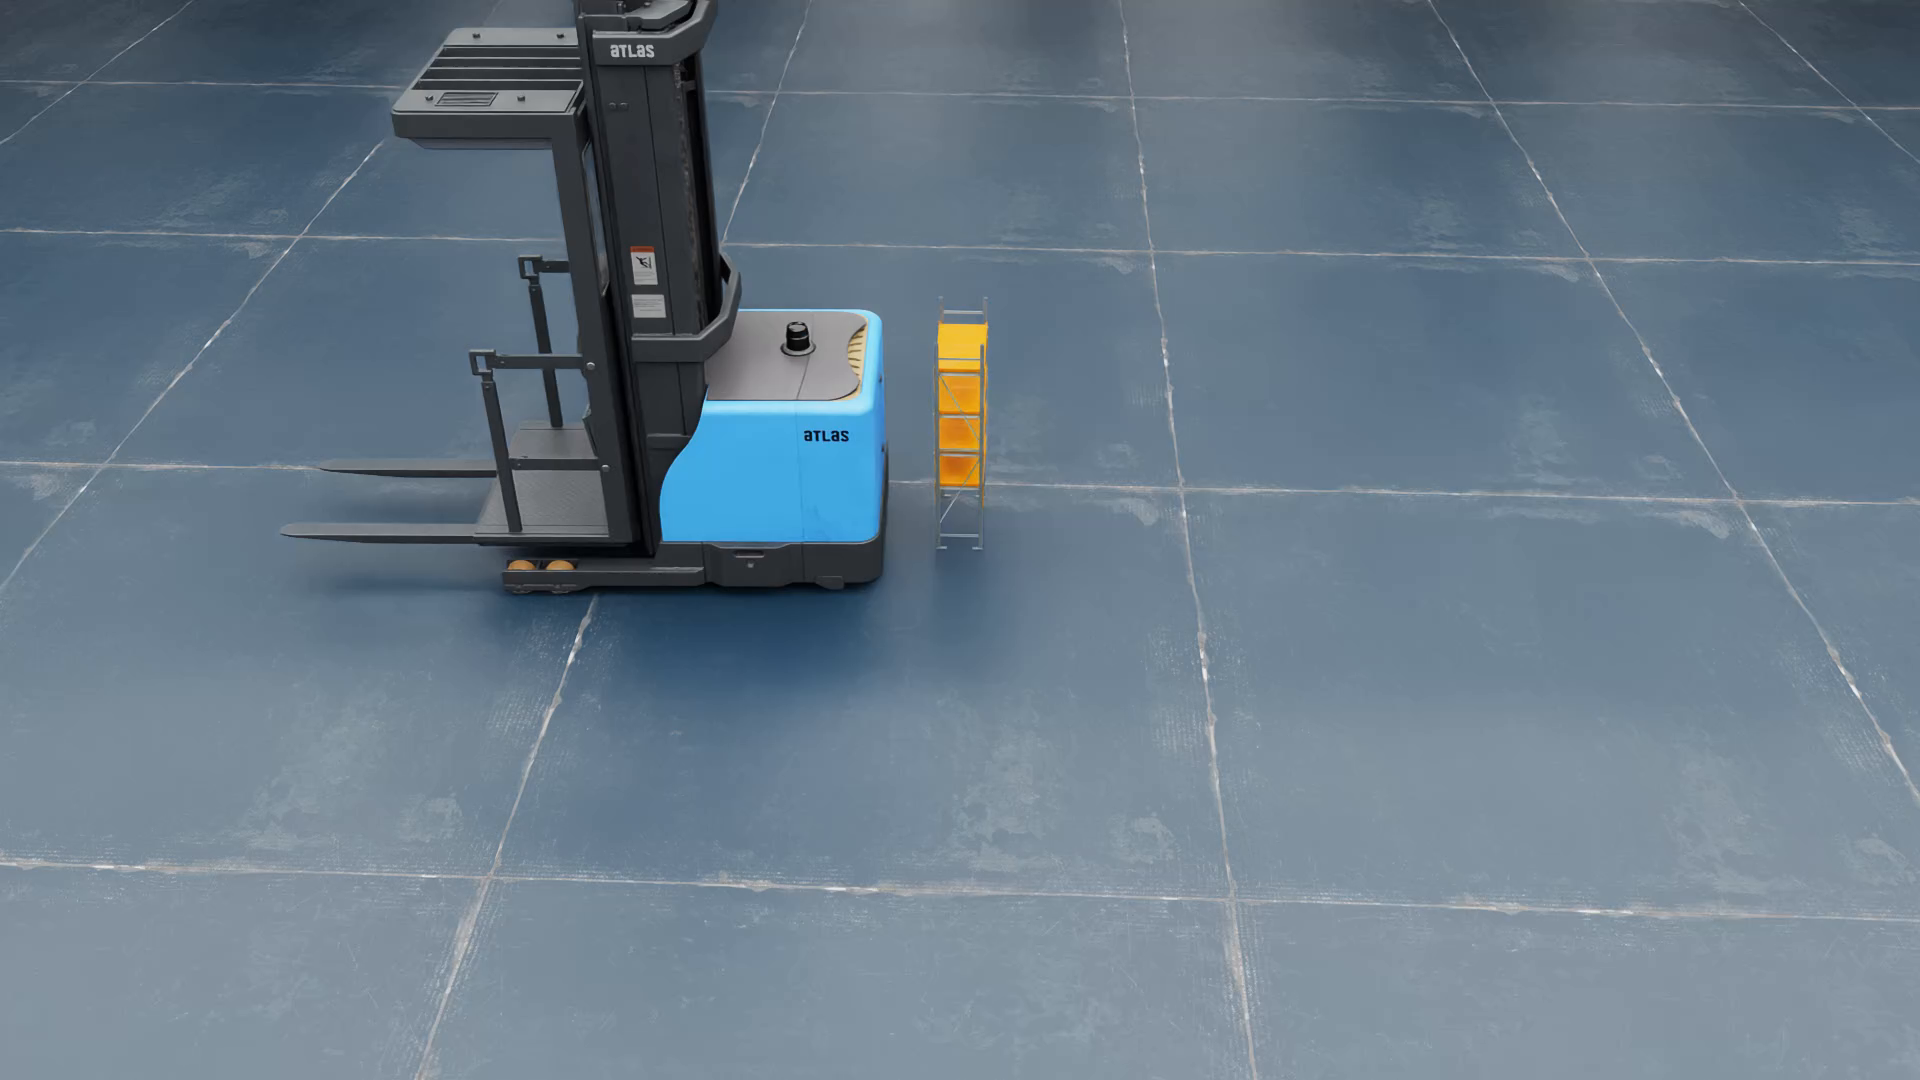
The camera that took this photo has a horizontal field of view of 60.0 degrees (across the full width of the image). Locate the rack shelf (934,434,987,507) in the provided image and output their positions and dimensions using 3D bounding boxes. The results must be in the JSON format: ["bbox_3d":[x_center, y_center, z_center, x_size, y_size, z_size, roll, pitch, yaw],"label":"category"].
[{"bbox_3d":[0.007,-0.368,8.639,0.258,0.148,0.480,1,35,2],"label":"rack shelf"}]

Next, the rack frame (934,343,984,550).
[{"bbox_3d":[-0.003,-0.446,8.287,0.240,1.200,0.015,1,35,2],"label":"rack frame"}]

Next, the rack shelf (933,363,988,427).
[{"bbox_3d":[0.007,-0.714,8.396,0.258,0.148,0.480,1,35,2],"label":"rack shelf"}]

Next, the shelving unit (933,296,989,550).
[{"bbox_3d":[0.007,-0.586,8.486,0.258,1.200,0.503,1,35,2],"label":"shelving unit"}]

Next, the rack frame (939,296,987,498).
[{"bbox_3d":[0.016,-0.726,8.686,0.240,1.200,0.015,1,35,2],"label":"rack frame"}]

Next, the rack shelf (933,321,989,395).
[{"bbox_3d":[0.007,-0.907,8.260,0.258,0.148,0.480,1,35,2],"label":"rack shelf"}]

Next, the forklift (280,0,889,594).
[{"bbox_3d":[-1.905,-1.235,7.903,3.031,2.935,1.130,0,35,0],"label":"forklift"}]

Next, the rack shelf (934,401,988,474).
[{"bbox_3d":[0.007,-0.531,8.525,0.258,0.148,0.480,1,35,2],"label":"rack shelf"}]
